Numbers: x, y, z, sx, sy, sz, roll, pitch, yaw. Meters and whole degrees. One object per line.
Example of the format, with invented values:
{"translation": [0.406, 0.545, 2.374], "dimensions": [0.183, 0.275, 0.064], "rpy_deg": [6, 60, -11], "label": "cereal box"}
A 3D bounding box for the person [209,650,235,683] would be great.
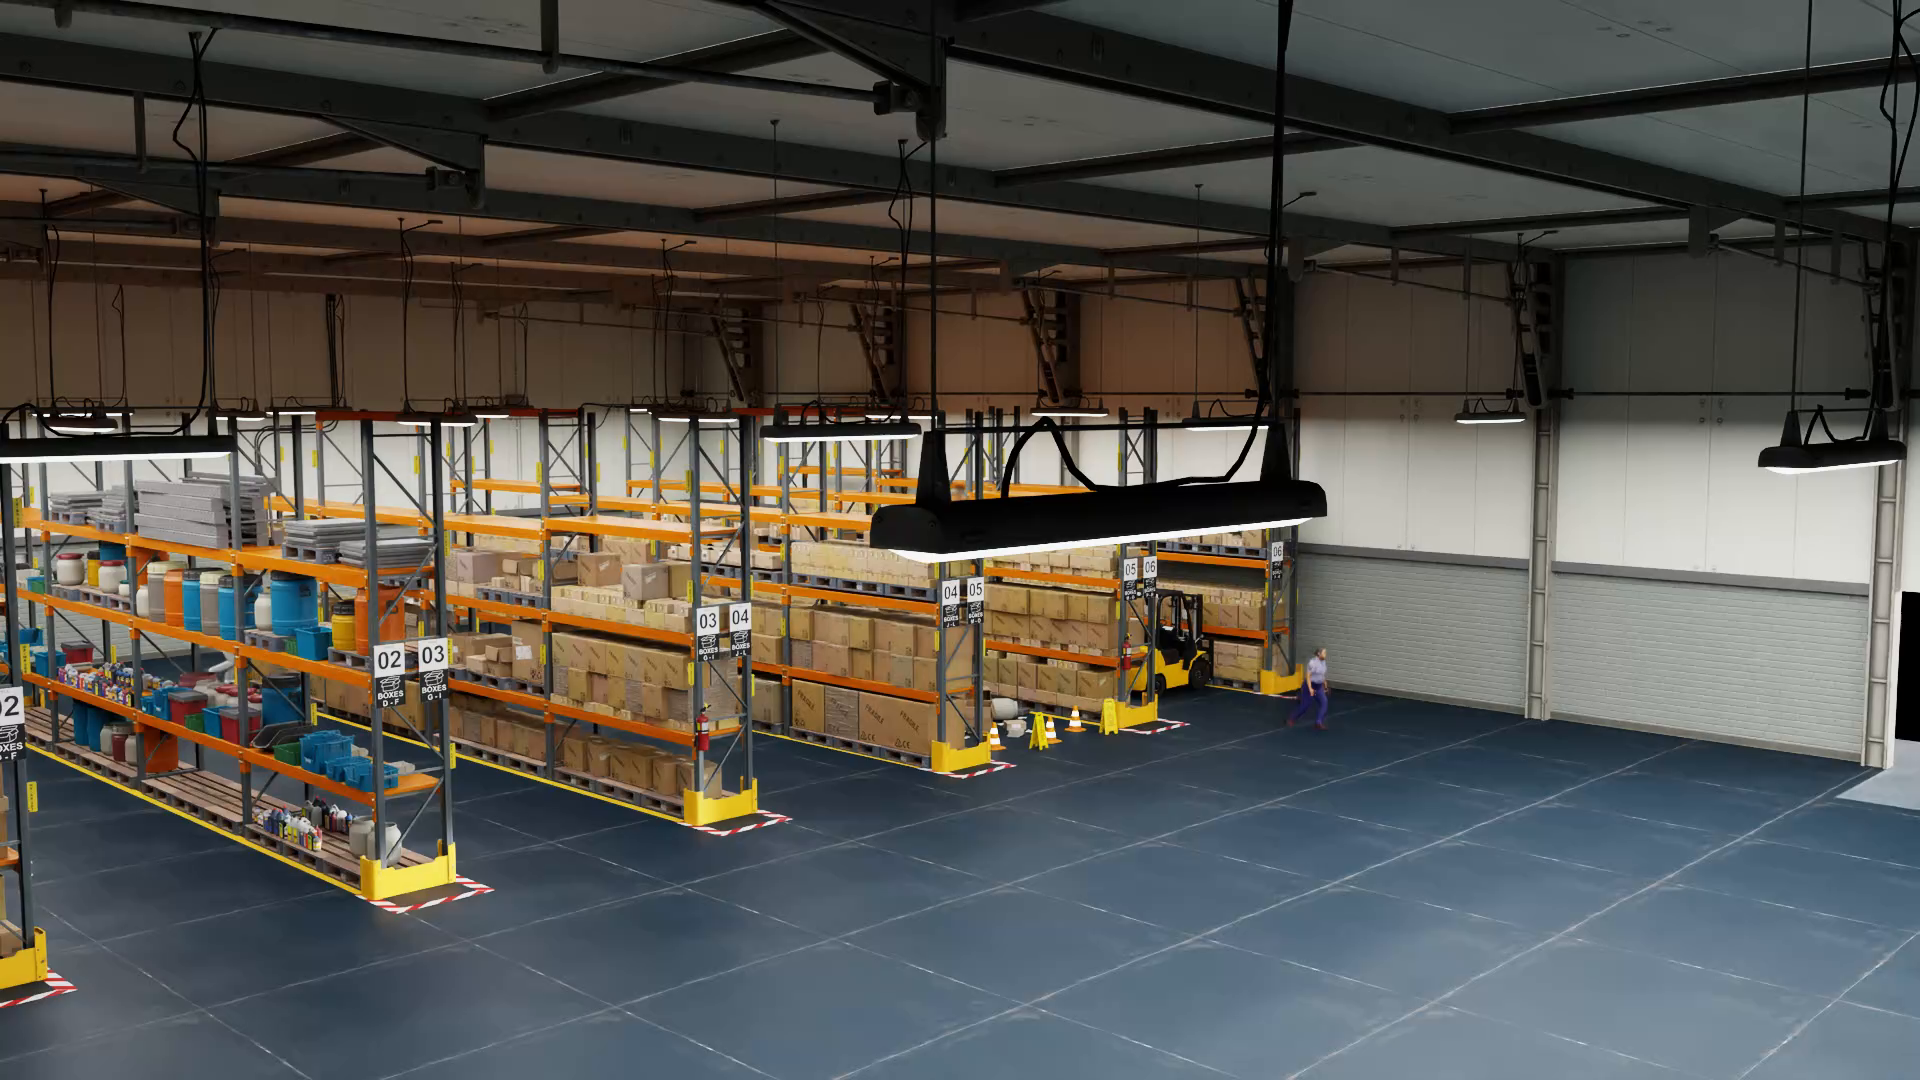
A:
{"translation": [-16.091, 2.320, 36.321], "dimensions": [0.596, 1.613, 0.601], "rpy_deg": [-2, 5, -22], "label": "person"}

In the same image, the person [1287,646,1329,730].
{"translation": [6.601, 2.770, 31.411], "dimensions": [0.802, 1.575, 0.656], "rpy_deg": [4, 6, 39], "label": "person"}

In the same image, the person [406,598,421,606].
{"translation": [-12.735, 1.988, 38.974], "dimensions": [0.699, 1.747, 0.954], "rpy_deg": [-1, 5, -7], "label": "person"}
